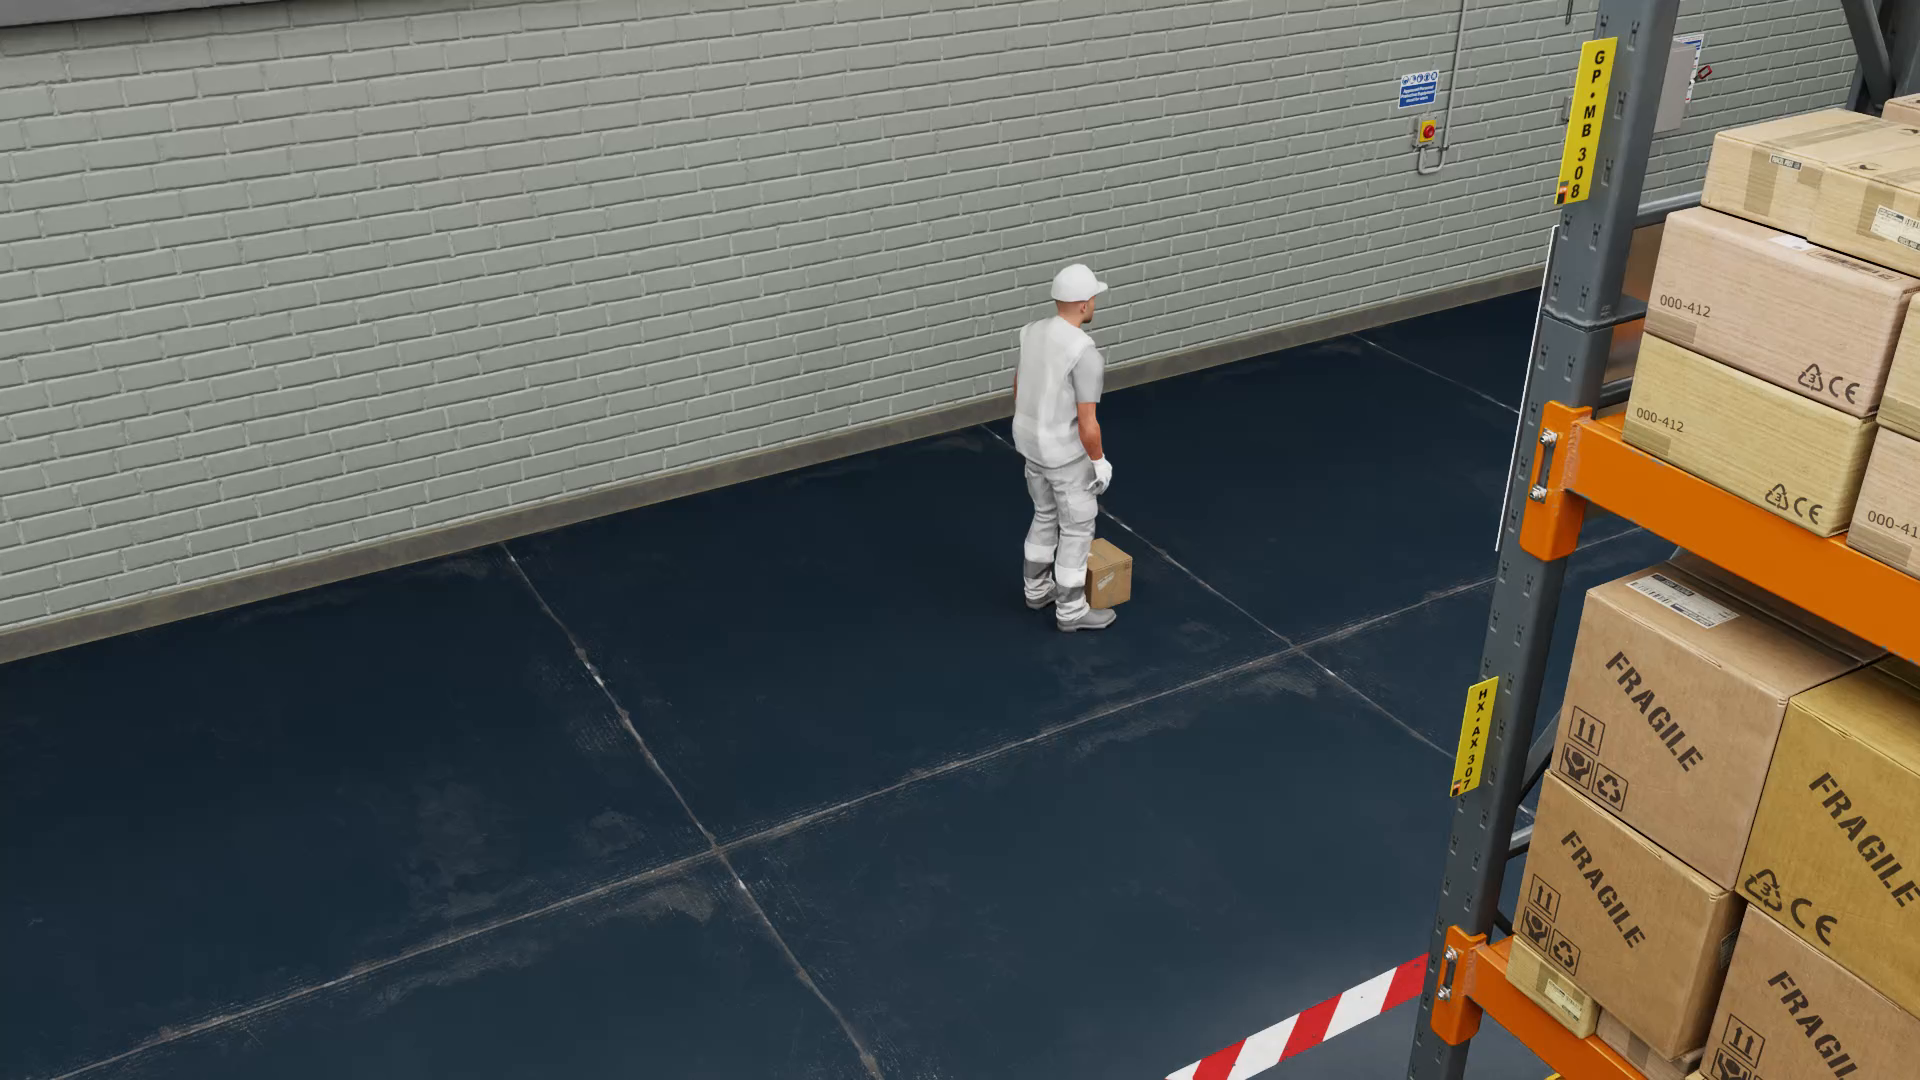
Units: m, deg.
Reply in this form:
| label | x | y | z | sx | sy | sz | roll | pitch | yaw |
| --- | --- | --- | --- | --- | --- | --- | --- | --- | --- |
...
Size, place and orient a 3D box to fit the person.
| label | x | y | z | sx | sy | sz | roll | pitch | yaw |
| --- | --- | --- | --- | --- | --- | --- | --- | --- | --- |
| person | 0.490 | -0.437 | 7.907 | 0.451 | 1.779 | 0.618 | -18 | 33 | -29 |
